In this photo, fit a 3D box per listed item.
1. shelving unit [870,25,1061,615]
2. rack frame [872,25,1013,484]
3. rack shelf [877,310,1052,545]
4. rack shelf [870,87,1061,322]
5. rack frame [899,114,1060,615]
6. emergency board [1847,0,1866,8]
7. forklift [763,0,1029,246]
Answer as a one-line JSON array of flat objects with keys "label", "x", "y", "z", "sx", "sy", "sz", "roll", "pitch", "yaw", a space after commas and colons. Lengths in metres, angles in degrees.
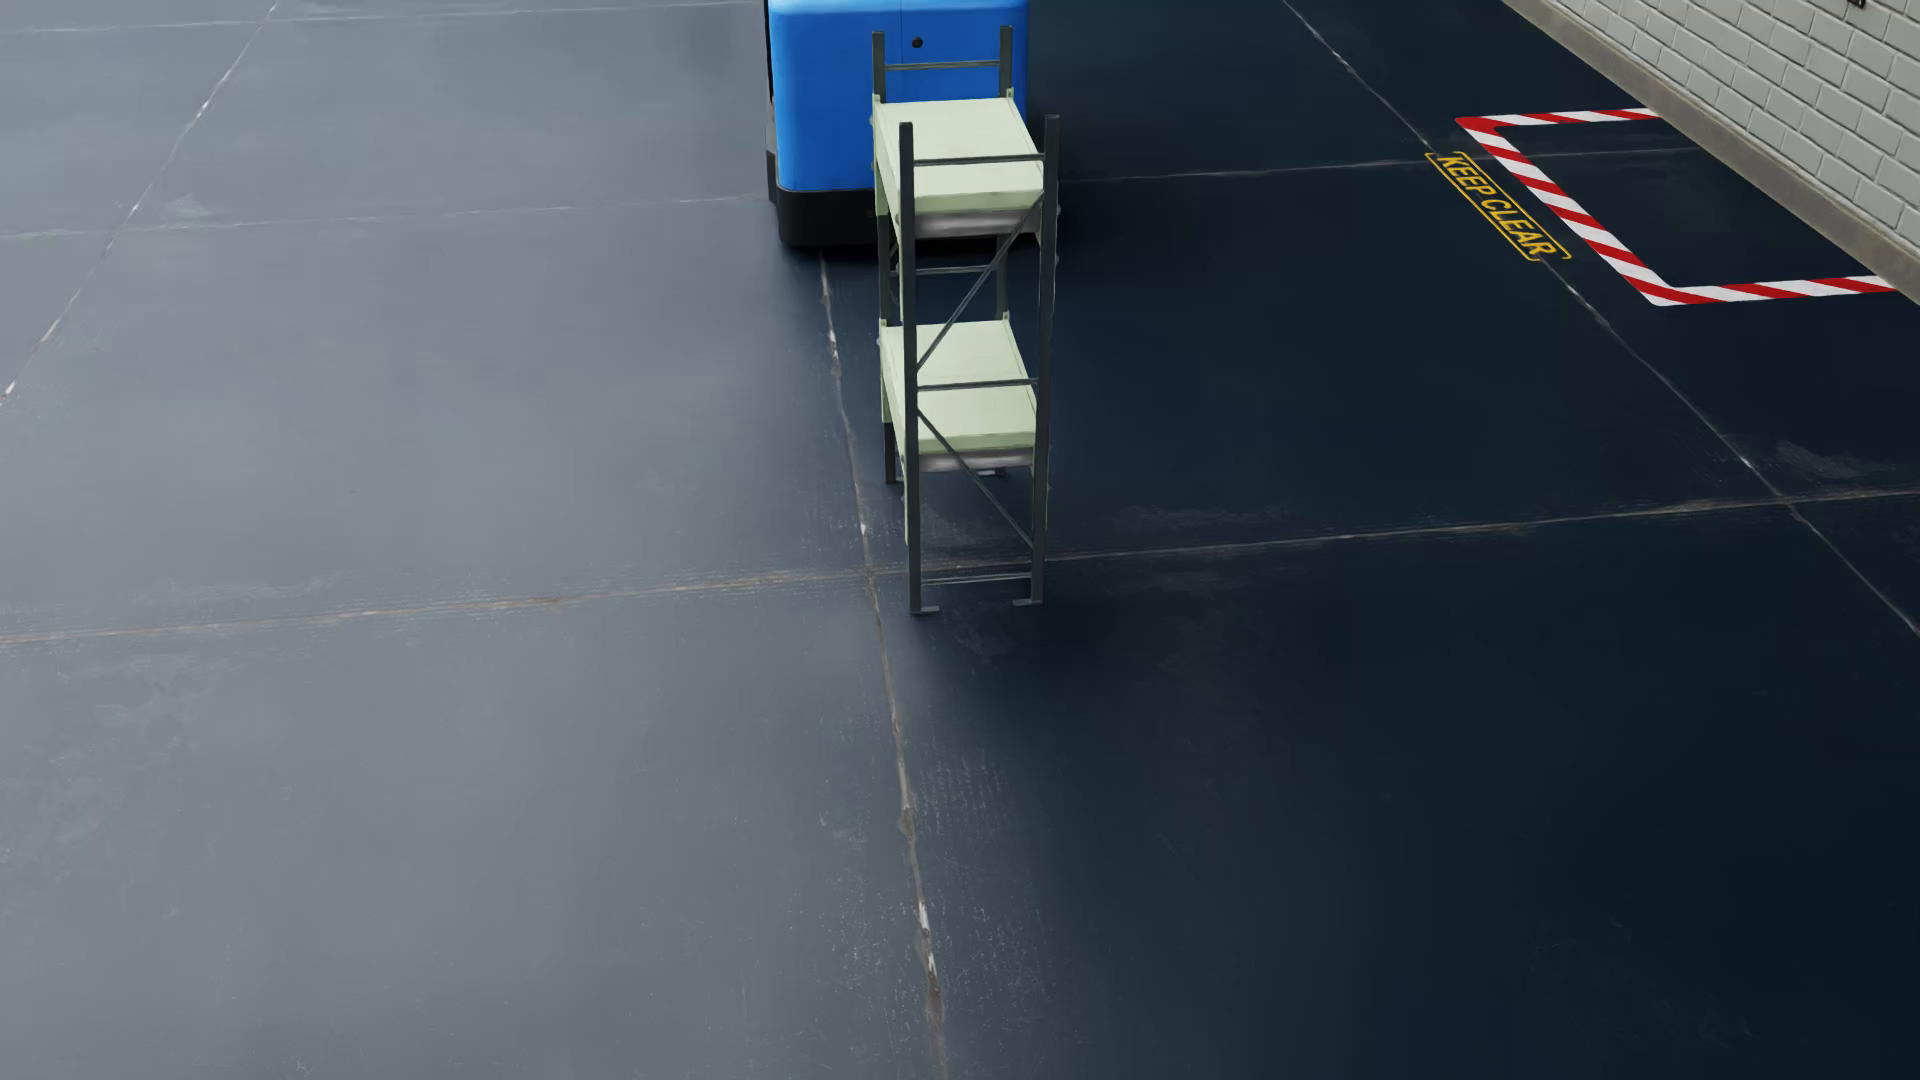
[{"label": "shelving unit", "x": -0.001, "y": -0.623, "z": 4.833, "sx": 0.431, "sy": 1.500, "sz": 0.755, "roll": -4, "pitch": 35, "yaw": -6}, {"label": "rack frame", "x": -0.050, "y": -0.828, "z": 5.133, "sx": 0.400, "sy": 1.500, "sz": 0.023, "roll": -4, "pitch": 35, "yaw": -6}, {"label": "rack shelf", "x": -0.001, "y": -0.354, "z": 5.017, "sx": 0.431, "sy": 0.370, "sz": 0.720, "roll": -4, "pitch": 35, "yaw": -6}, {"label": "rack shelf", "x": -0.001, "y": -0.946, "z": 4.613, "sx": 0.431, "sy": 0.370, "sz": 0.720, "roll": -4, "pitch": 35, "yaw": -6}, {"label": "rack frame", "x": 0.048, "y": -0.419, "z": 4.533, "sx": 0.400, "sy": 1.500, "sz": 0.023, "roll": -4, "pitch": 35, "yaw": -6}, {"label": "emergency board", "x": 3.594, "y": -2.841, "z": 6.755, "sx": 0.157, "sy": 1.169, "sz": 0.626, "roll": -4, "pitch": 35, "yaw": -6}, {"label": "forklift", "x": -0.385, "y": -3.244, "z": 7.408, "sx": 1.130, "sy": 2.935, "sz": 3.031, "roll": -3, "pitch": 34, "yaw": -5}]
